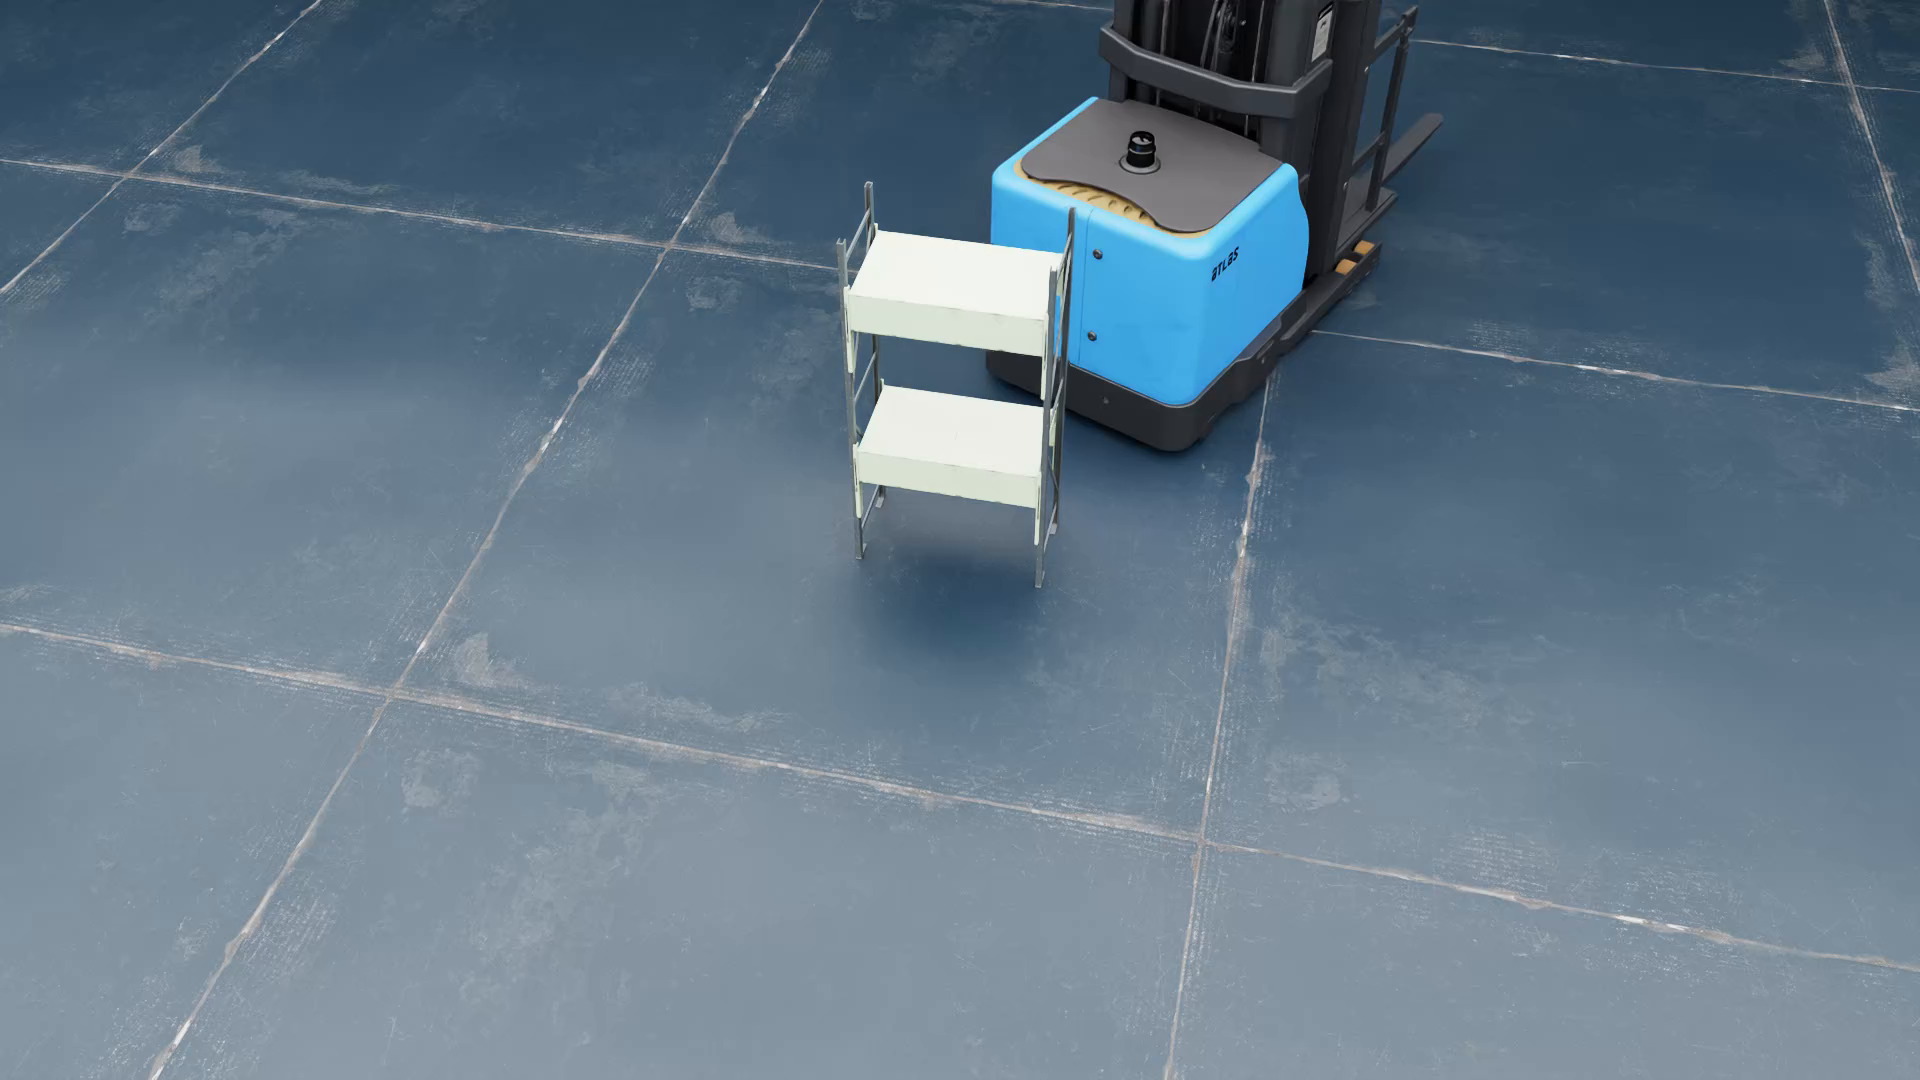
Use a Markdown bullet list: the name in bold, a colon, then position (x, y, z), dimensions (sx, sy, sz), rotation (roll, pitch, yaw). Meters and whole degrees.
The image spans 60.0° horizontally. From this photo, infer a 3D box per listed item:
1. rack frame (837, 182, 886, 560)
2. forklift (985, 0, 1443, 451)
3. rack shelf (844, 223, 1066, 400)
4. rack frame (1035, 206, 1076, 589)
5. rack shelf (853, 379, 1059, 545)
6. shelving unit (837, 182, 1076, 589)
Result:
- **rack frame**: position (-0.364, -0.597, 6.289), dimensions (0.023, 1.500, 0.400), rotation (9, 45, 9)
- **forklift**: position (1.385, -2.413, 7.143), dimensions (1.130, 2.935, 3.031), rotation (27, 50, 25)
- **rack shelf**: position (-0.007, -0.823, 5.960), dimensions (0.720, 0.370, 0.431), rotation (9, 45, 9)
- **rack frame**: position (0.351, -0.486, 6.173), dimensions (0.023, 1.500, 0.400), rotation (9, 45, 9)
- **rack shelf**: position (-0.007, -0.306, 6.457), dimensions (0.720, 0.370, 0.431), rotation (9, 45, 9)
- **shelving unit**: position (-0.007, -0.541, 6.231), dimensions (0.755, 1.500, 0.431), rotation (9, 45, 9)
